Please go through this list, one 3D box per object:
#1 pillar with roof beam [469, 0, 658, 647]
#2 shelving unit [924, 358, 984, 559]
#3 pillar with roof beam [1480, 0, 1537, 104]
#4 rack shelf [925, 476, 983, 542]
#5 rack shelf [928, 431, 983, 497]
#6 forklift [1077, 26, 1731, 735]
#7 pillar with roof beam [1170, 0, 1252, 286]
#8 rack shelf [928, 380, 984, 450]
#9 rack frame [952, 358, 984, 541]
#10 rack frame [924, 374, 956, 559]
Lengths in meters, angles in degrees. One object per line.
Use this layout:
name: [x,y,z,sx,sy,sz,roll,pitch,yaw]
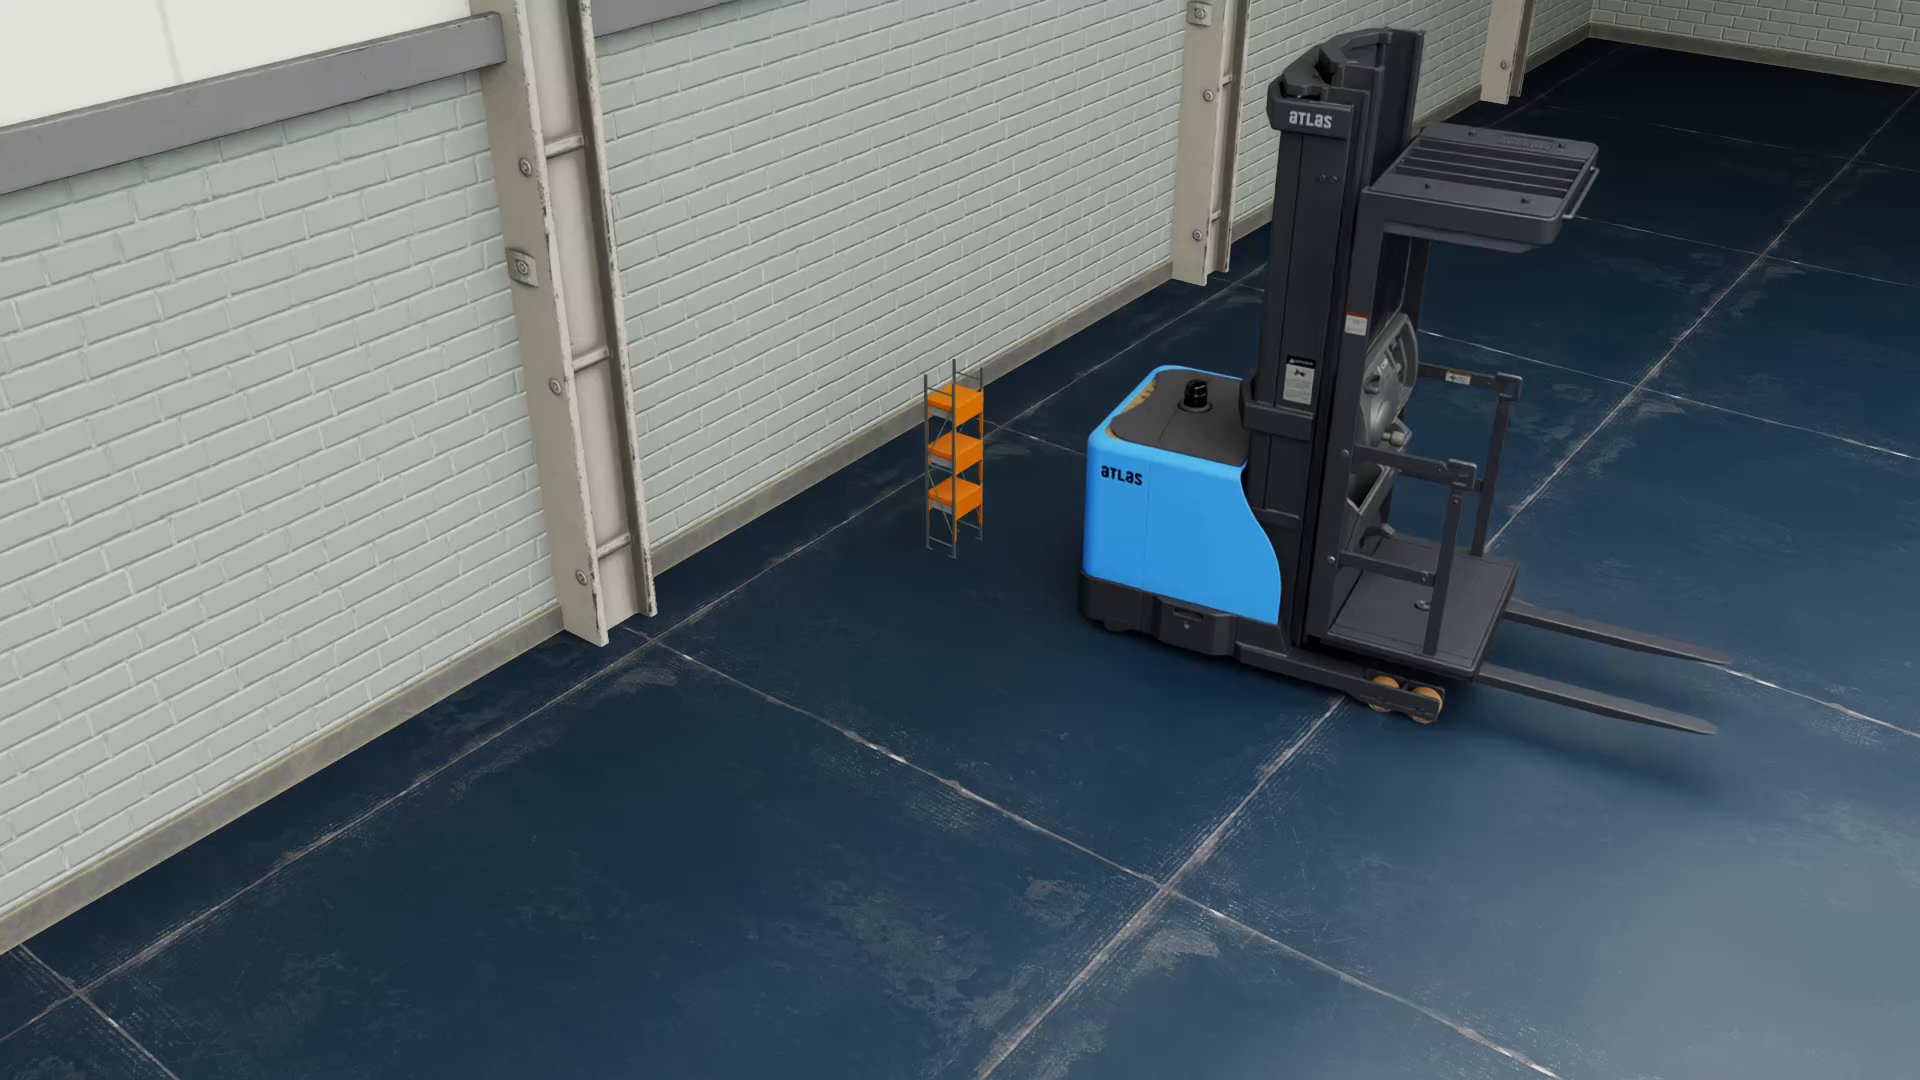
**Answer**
pillar with roof beam: [1.628,-2.137,4.030,9.100,9.000,0.400,21,37,31]
shelving unit: [-0.032,-0.430,8.946,0.215,1.050,0.252,21,37,31]
pillar with roof beam: [8.872,-7.015,12.260,9.100,9.000,0.400,21,37,31]
rack shelf: [-0.032,-0.182,9.093,0.215,0.259,0.240,21,37,31]
rack shelf: [-0.032,-0.421,8.951,0.215,0.259,0.240,21,37,31]
forklift: [2.152,-0.713,7.578,3.031,2.935,1.130,15,34,23]
pillar with roof beam: [5.250,-4.576,8.145,9.100,9.000,0.400,21,37,31]
rack shelf: [-0.032,-0.665,8.806,0.215,0.259,0.240,21,37,31]
rack frame: [0.041,-0.479,9.029,0.200,1.050,0.008,21,37,31]
rack frame: [-0.106,-0.380,8.862,0.200,1.050,0.008,21,37,31]
